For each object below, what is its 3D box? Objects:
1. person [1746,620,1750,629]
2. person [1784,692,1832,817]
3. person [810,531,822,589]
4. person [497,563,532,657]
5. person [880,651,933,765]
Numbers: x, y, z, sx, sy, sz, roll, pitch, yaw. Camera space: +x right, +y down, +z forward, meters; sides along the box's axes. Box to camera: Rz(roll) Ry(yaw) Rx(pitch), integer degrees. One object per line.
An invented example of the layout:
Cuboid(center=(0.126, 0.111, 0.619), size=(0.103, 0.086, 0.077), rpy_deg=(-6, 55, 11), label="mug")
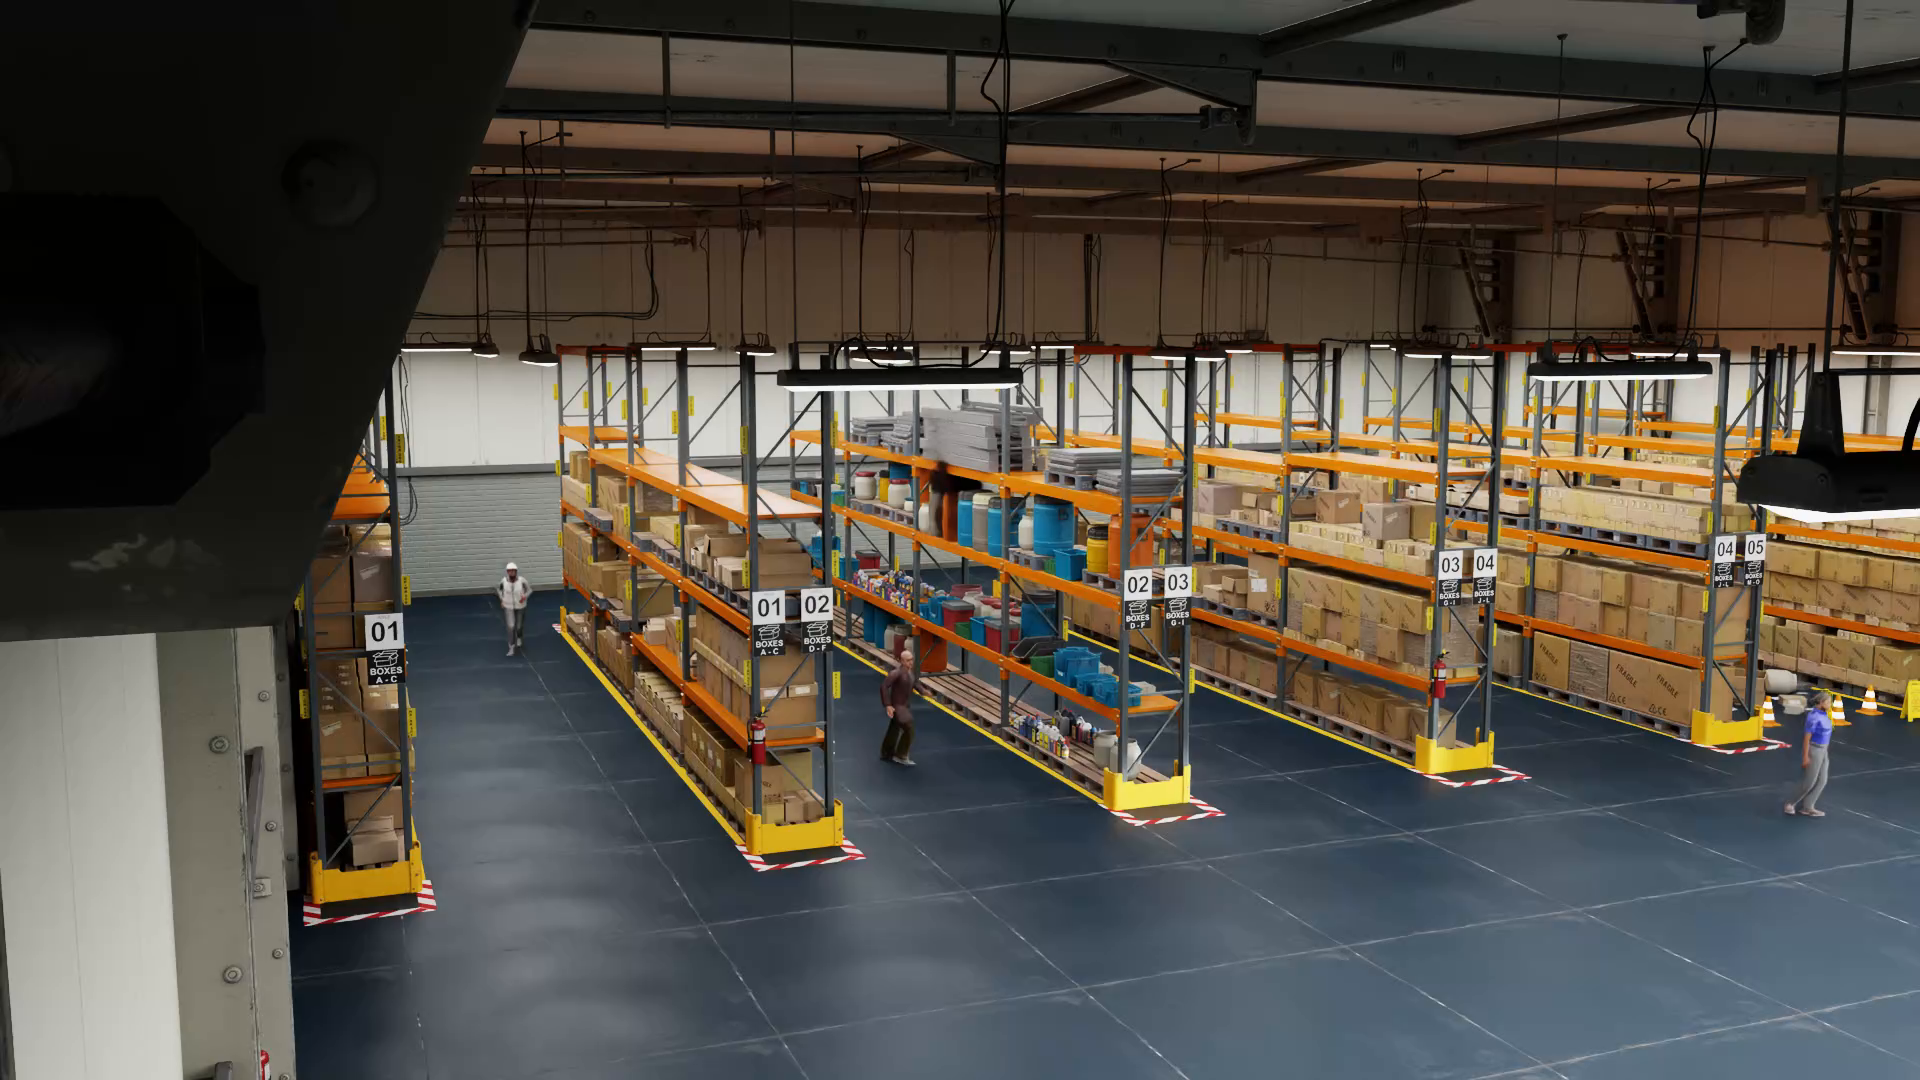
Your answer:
Cuboid(center=(15.944, 1.231, 33.438), size=(0.657, 1.708, 0.577), rpy_deg=(-3, 8, -23), label="person")
Cuboid(center=(11.029, 2.783, 21.623), size=(0.586, 1.640, 0.461), rpy_deg=(-7, 10, -44), label="person")
Cuboid(center=(-3.336, 0.378, 40.165), size=(0.698, 1.706, 0.687), rpy_deg=(3, 8, 19), label="person")
Cuboid(center=(-8.704, 1.328, 32.551), size=(0.665, 1.814, 0.812), rpy_deg=(-1, 7, -11), label="person")
Cuboid(center=(-0.822, 2.494, 24.223), size=(0.876, 1.642, 0.710), rpy_deg=(2, 8, 17), label="person")
